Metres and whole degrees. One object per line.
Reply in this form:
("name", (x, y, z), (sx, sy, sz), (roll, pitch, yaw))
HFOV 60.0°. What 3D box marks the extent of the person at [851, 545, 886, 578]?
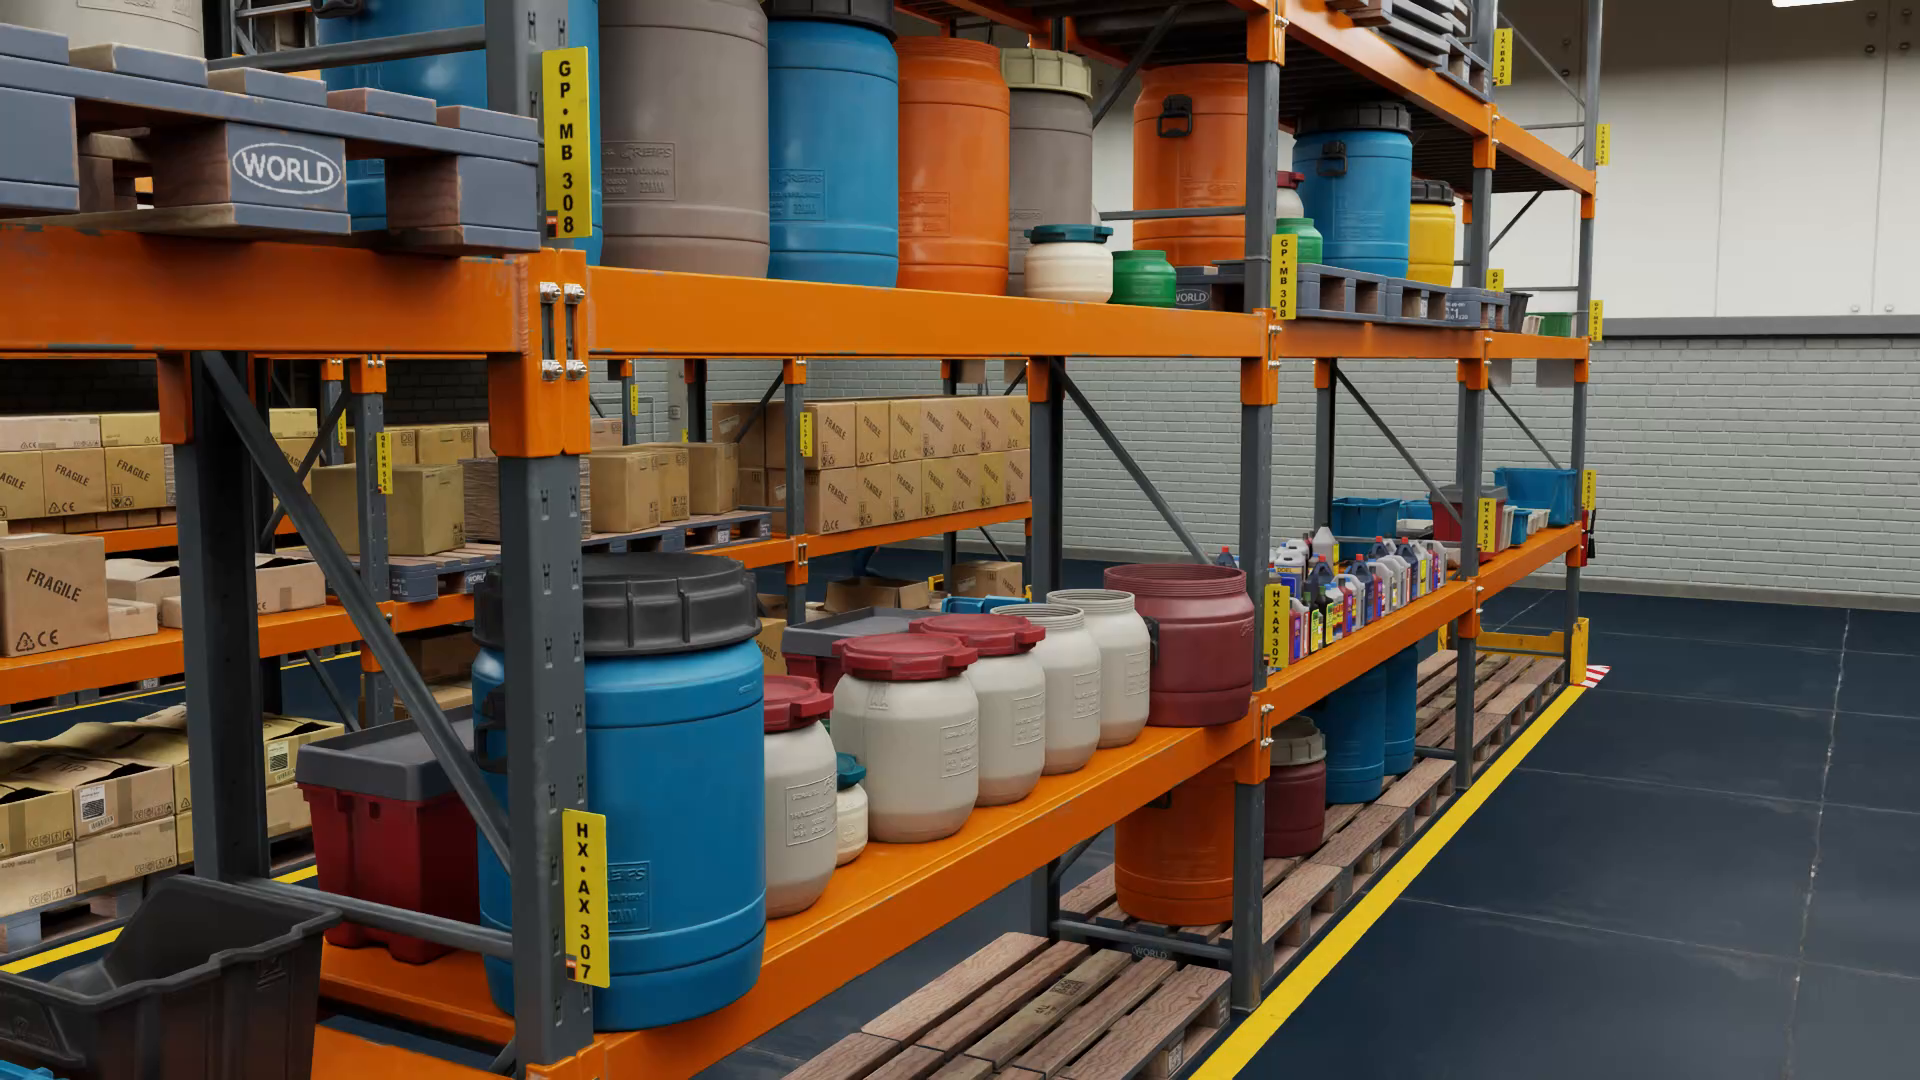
("person", (-0.936, -0.011, 17.089), (0.764, 1.579, 0.418), (-5, 8, -37))
